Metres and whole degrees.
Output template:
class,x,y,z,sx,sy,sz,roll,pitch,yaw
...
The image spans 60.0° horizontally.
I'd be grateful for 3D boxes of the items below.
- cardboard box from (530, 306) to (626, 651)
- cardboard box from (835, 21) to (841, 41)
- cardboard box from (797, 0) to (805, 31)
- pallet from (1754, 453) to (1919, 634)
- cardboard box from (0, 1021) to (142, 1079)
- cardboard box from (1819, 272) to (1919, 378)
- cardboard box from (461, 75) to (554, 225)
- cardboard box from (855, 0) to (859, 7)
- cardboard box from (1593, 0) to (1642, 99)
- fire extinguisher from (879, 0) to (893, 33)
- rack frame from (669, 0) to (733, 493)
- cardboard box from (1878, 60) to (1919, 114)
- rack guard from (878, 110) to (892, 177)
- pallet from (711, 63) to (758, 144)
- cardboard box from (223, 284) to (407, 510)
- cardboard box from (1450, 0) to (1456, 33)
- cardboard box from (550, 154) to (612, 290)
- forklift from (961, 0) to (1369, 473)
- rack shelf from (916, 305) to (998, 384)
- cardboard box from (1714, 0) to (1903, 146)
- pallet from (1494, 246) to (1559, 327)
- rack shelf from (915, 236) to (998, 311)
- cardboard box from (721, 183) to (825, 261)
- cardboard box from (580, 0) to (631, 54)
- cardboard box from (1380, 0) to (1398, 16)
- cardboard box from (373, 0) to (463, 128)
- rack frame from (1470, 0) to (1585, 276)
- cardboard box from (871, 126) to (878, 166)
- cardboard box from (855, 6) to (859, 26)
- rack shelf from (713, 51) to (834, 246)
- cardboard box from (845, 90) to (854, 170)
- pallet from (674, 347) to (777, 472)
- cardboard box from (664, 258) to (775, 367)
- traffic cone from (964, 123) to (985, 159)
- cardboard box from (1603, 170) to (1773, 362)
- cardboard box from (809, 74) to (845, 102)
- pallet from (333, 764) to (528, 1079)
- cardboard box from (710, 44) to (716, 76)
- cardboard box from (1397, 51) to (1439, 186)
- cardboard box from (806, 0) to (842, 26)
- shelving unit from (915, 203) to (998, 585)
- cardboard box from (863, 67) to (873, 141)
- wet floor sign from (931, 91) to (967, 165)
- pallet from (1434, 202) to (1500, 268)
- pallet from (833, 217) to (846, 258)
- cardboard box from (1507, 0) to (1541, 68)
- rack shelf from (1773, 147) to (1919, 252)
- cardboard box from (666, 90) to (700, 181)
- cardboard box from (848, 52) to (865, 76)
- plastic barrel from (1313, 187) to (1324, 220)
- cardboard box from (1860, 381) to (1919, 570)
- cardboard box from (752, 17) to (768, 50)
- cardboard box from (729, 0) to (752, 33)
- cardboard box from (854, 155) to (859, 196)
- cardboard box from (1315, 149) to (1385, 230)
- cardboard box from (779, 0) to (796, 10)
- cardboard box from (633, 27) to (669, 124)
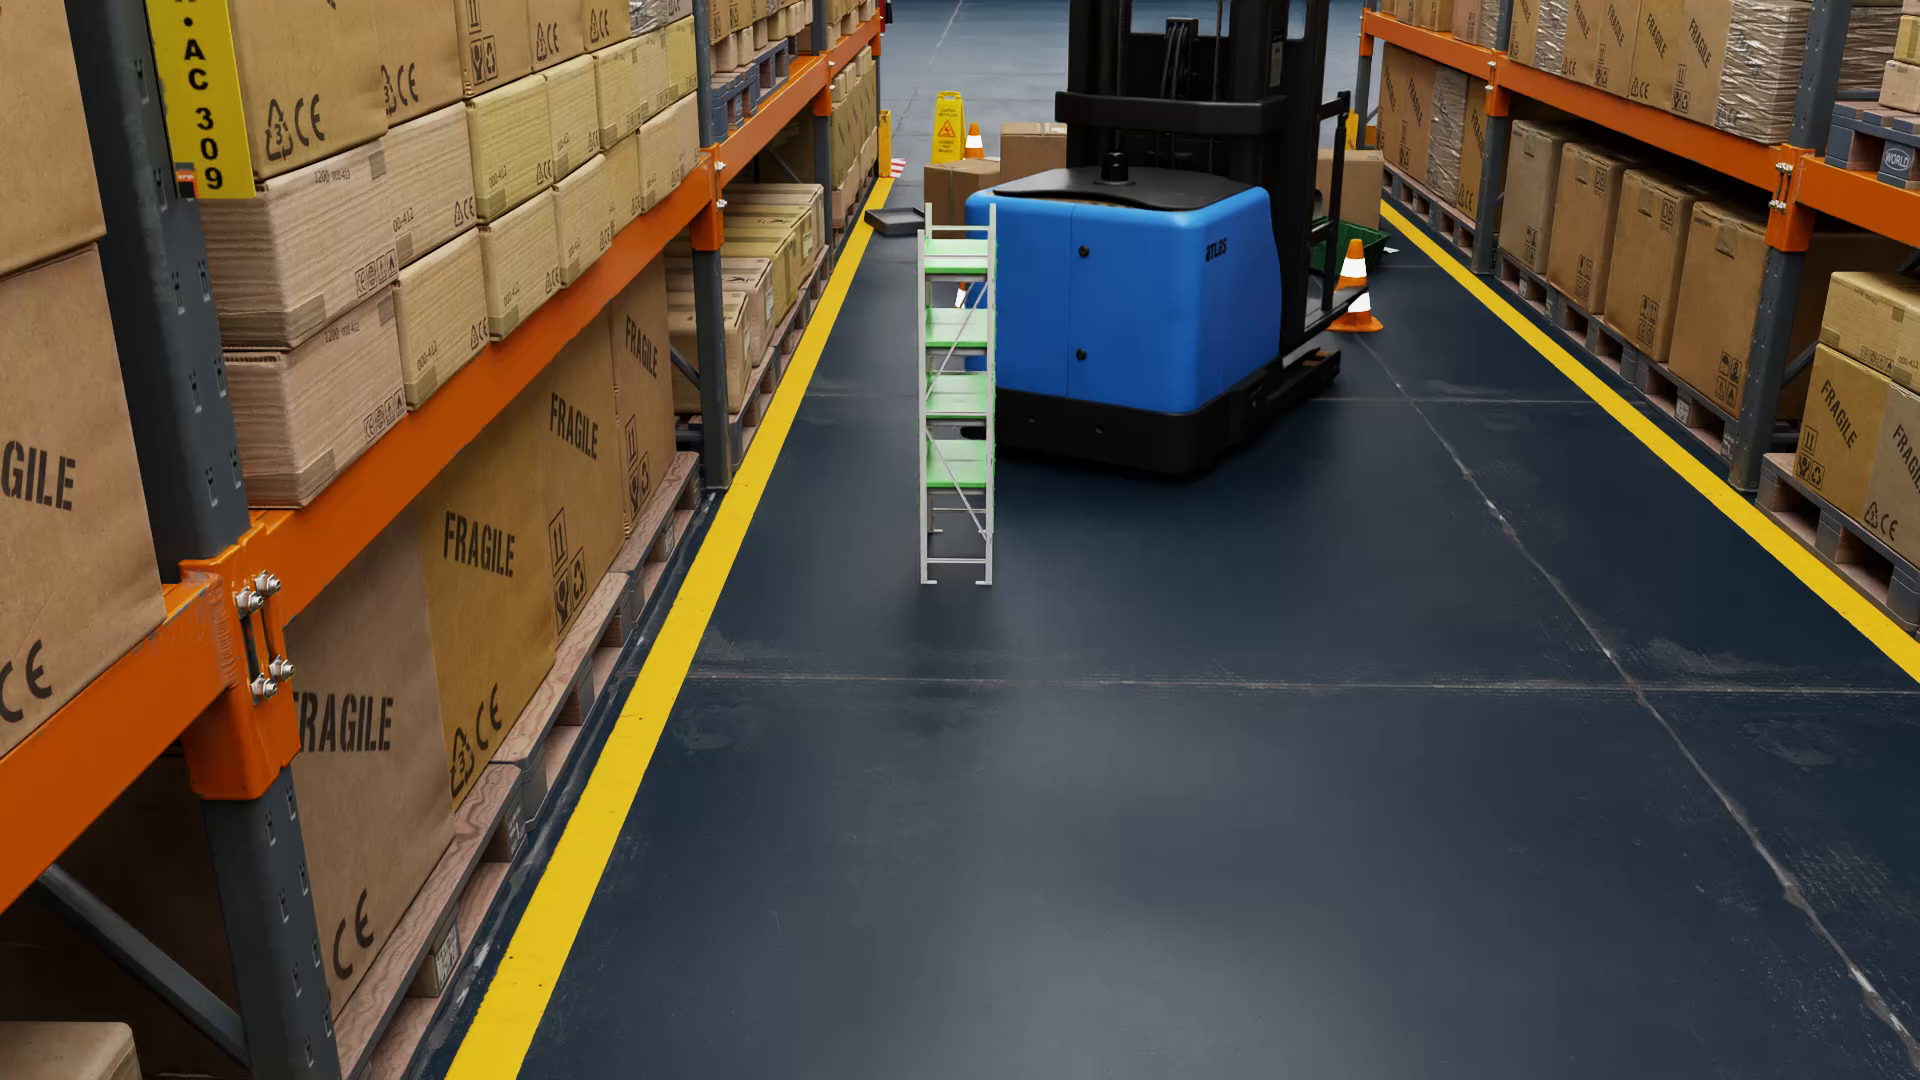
class,x,y,z,sx,sy,sz,roll,pitch,yaw
cardboard box,-1.542,-0.246,4.873,0.875,0.875,0.875,1,21,2
cardboard box,-0.979,-3.329,10.809,0.380,0.149,0.250,1,21,3
cardboard box,-1.023,-2.759,8.760,0.380,0.149,0.250,0,21,1
pallet,3.519,-0.011,5.767,1.003,0.211,1.213,1,21,2
cardboard box,-1.655,1.059,2.115,0.875,0.438,0.875,0,21,1
cardboard box,3.281,-0.727,5.595,0.500,0.250,0.500,0,21,-1
cardboard box,-1.204,-0.856,3.604,0.500,0.250,0.500,1,21,2
cardboard box,-0.978,-3.946,11.501,0.500,0.500,0.500,1,21,2
cardboard box,3.332,-2.353,7.808,0.500,0.500,0.500,1,21,2
fire extinguisher,-0.700,-4.505,13.599,0.296,0.674,0.183,1,21,2
rack frame,-1.407,-1.612,6.037,1.000,3.000,0.127,1,21,2
cardboard box,3.328,-1.513,5.549,0.380,0.149,0.250,0,21,1
rack guard,-1.166,-3.312,13.873,1.175,0.500,0.348,1,21,2
pallet,-1.492,-1.781,6.738,1.213,0.211,1.003,1,21,2
cardboard box,-1.251,-0.252,2.739,0.500,0.250,0.500,0,21,0
cardboard box,3.793,-3.637,11.048,0.875,0.550,0.550,1,21,2
cardboard box,-1.181,-0.805,4.164,0.500,0.250,0.500,0,21,1
forklift,1.164,-2.115,7.429,1.130,2.935,3.031,11,24,27
rack shelf,-0.005,-0.664,5.594,0.258,0.148,0.480,1,21,2
cardboard box,3.289,-1.806,6.400,0.500,0.500,0.500,1,21,2
pallet,3.717,-1.460,9.501,1.003,0.211,1.213,1,21,2
rack shelf,-0.005,-0.887,5.507,0.258,0.148,0.480,1,21,2
cardboard box,-1.299,-1.839,9.674,0.950,0.372,0.625,1,21,2
cardboard box,-1.190,-1.570,4.407,0.500,0.500,0.500,1,21,2
cardboard box,3.821,-4.422,13.071,0.875,0.550,0.550,1,21,2
cardboard box,-1.240,-1.019,2.987,0.500,0.500,0.500,1,21,1
rack frame,3.665,-3.040,9.718,1.000,3.000,0.127,1,21,2
cardboard box,-0.920,-3.114,13.129,0.500,0.250,0.500,1,21,1
cardboard box,-0.930,-3.787,11.988,0.380,0.149,0.250,0,21,1
rack shelf,-1.346,-2.000,8.030,1.077,0.370,4.000,1,21,2
cardboard box,-0.993,-2.726,11.091,0.500,0.500,0.500,1,21,4
pallet,-1.382,-0.594,7.269,1.003,0.211,1.213,1,21,2
cardboard box,-1.365,-1.054,7.650,0.950,0.372,0.625,0,21,1
traffic cone,0.113,-3.152,13.513,0.336,0.463,0.334,1,21,2
cardboard box,3.675,-1.276,7.701,1.050,0.750,0.750,1,21,2
cardboard box,-0.934,-2.879,10.589,0.380,0.149,0.250,1,21,2
pallet,-1.581,0.855,3.535,1.003,0.211,1.213,1,21,2
cardboard box,-1.169,-1.908,6.566,0.380,0.149,0.250,-1,21,-2
cardboard box,3.808,-3.128,12.300,0.875,0.875,0.875,0,21,1
cardboard box,-0.993,-3.399,10.094,0.500,0.500,0.500,1,21,1
shelving unit,-0.005,-0.500,5.658,0.258,1.200,0.503,1,21,2
cardboard box,-0.940,-3.287,12.537,0.500,0.500,0.500,1,21,4
wet floor sign,-0.088,-3.464,14.064,0.267,0.644,0.232,8,23,20
pallet,3.767,-2.014,10.929,1.003,0.211,1.213,1,21,2
pallet,-1.300,-2.001,10.895,1.003,0.211,1.213,1,21,2
cardboard box,3.380,-2.900,9.217,0.500,0.500,0.500,1,21,2
rack shelf,3.483,-0.535,4.257,1.077,0.370,4.000,1,21,2
cardboard box,-1.163,-1.356,5.585,0.500,0.250,0.500,0,21,0
cardboard box,-0.892,-3.458,12.082,0.380,0.149,0.250,2,21,4
plastic barrel,2.167,-2.266,11.284,0.512,0.421,0.421,18,27,38
cardboard box,3.255,-0.190,5.246,0.500,0.500,0.500,1,21,2
cardboard box,-1.114,-2.390,7.808,0.380,0.149,0.250,1,21,3
cardboard box,-1.153,-2.342,6.787,0.500,0.500,0.500,2,21,4
cardboard box,-0.979,-2.567,11.720,0.500,0.250,0.500,0,21,1
cardboard box,2.687,-2.449,11.645,0.500,0.500,0.500,4,22,11
cardboard box,-1.106,-2.904,8.236,0.500,0.500,0.500,1,21,3
cardboard box,-1.180,-1.412,5.037,0.500,0.250,0.500,0,21,0
